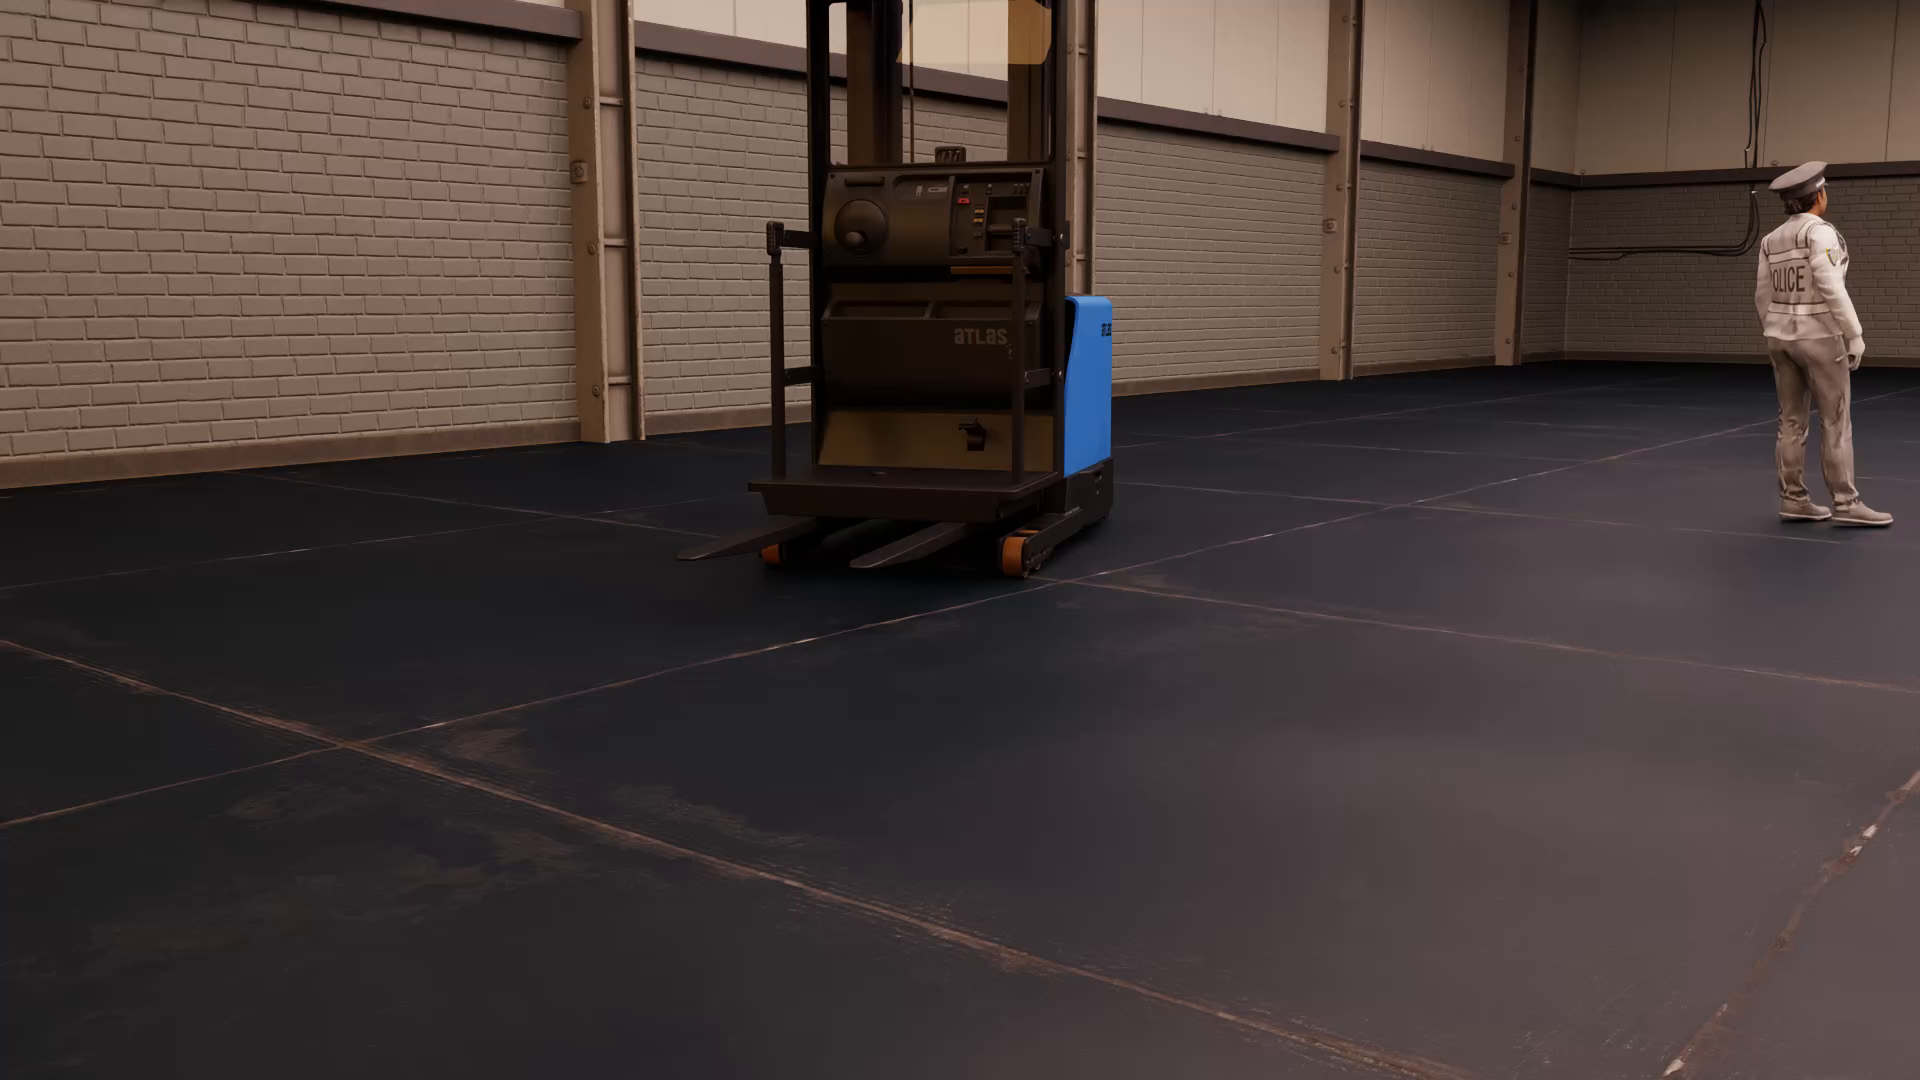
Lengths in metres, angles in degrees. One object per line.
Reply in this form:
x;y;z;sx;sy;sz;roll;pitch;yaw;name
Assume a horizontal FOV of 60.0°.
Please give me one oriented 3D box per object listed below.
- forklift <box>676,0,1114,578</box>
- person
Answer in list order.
-0.176;-1.366;6.616;1.130;2.935;3.031;3;9;17;forklift
4.079;-0.935;7.893;0.533;1.695;0.586;-2;9;-13;person
